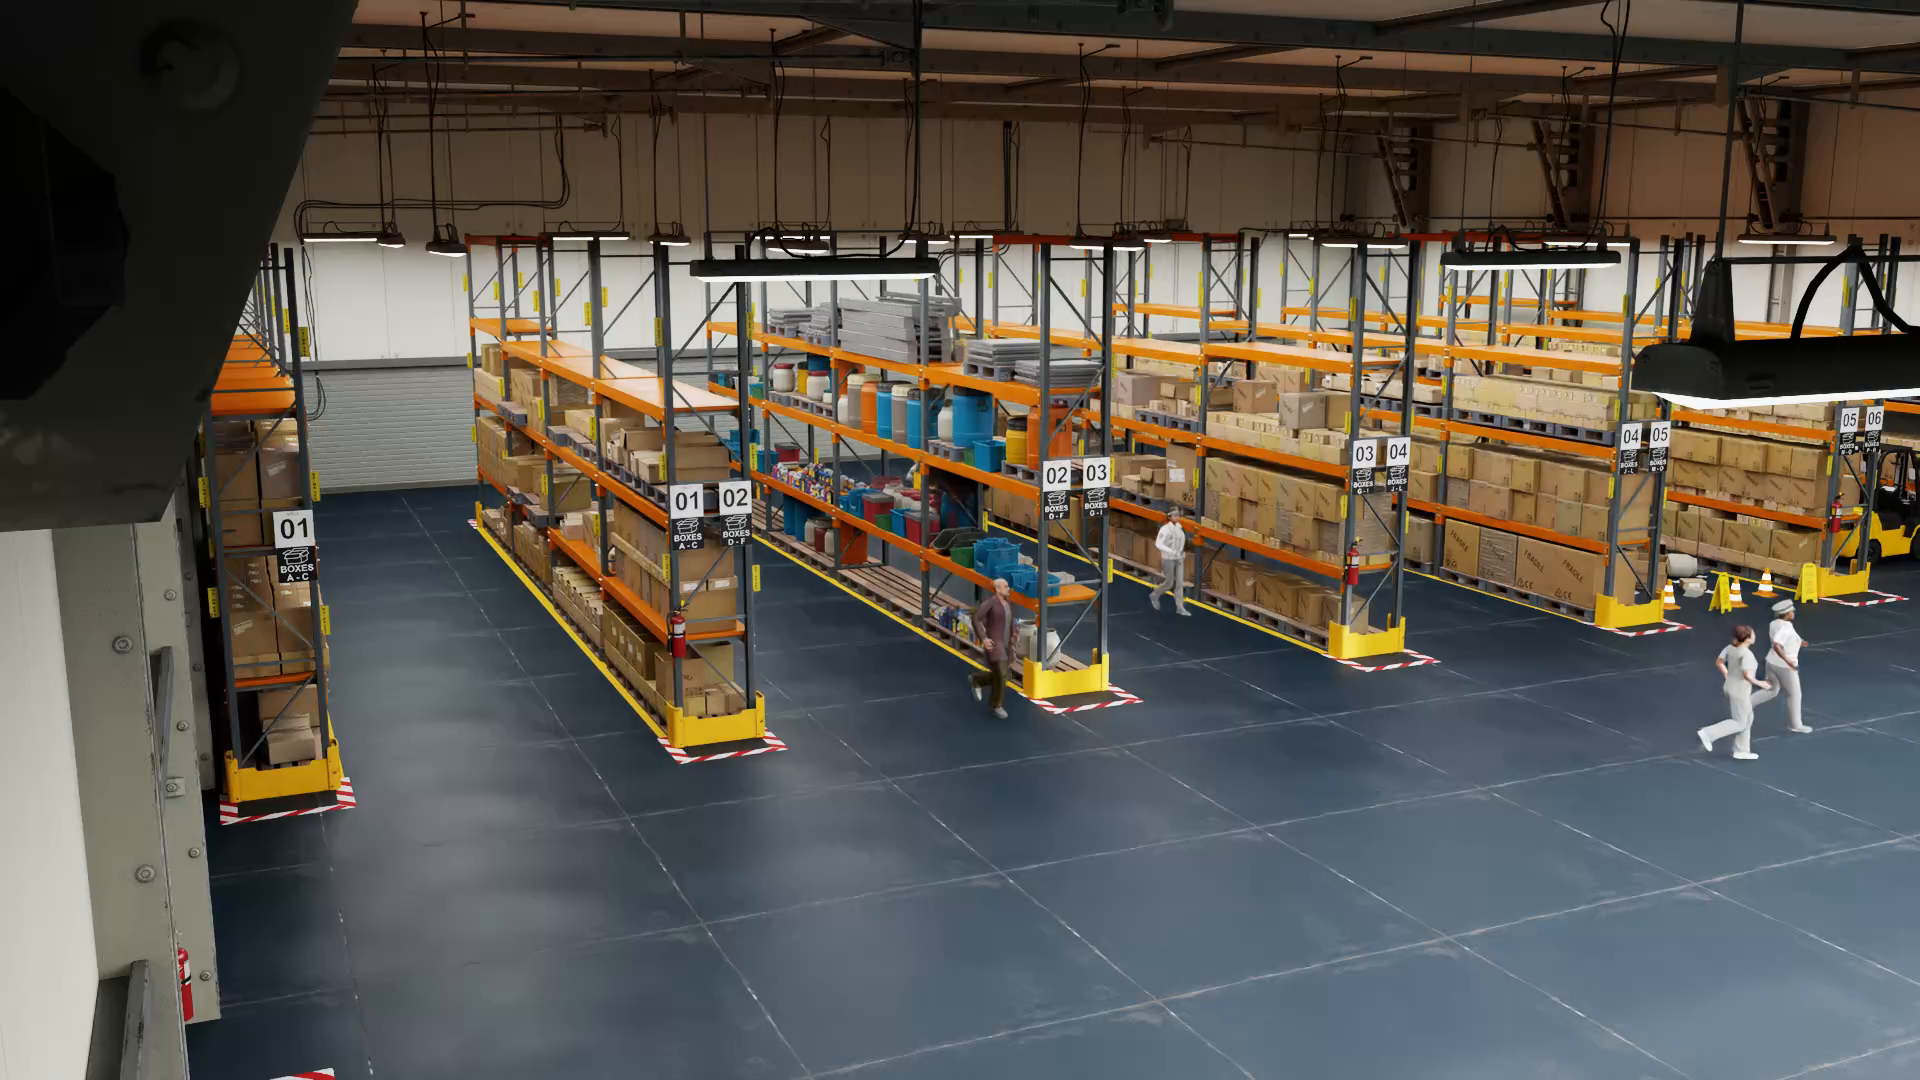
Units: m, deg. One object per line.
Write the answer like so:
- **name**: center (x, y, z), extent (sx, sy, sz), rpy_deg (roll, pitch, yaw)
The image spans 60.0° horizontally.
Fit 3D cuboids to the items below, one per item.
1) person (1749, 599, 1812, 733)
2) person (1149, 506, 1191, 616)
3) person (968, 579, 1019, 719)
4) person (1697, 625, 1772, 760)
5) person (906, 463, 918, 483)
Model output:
- **person**: center (10.159, 1.555, 20.610), extent (0.924, 1.675, 0.583), rpy_deg (0, 11, 1)
- **person**: center (3.254, 0.304, 25.597), extent (0.554, 1.682, 0.808), rpy_deg (-8, 14, -37)
- **person**: center (0.454, 1.410, 21.590), extent (0.774, 1.658, 0.762), rpy_deg (9, 14, 40)
- **person**: center (9.074, 1.799, 19.577), extent (0.801, 1.637, 0.554), rpy_deg (-1, 11, -4)
- **person**: center (-0.858, -2.179, 39.690), extent (0.930, 1.809, 0.674), rpy_deg (-4, 12, -22)
